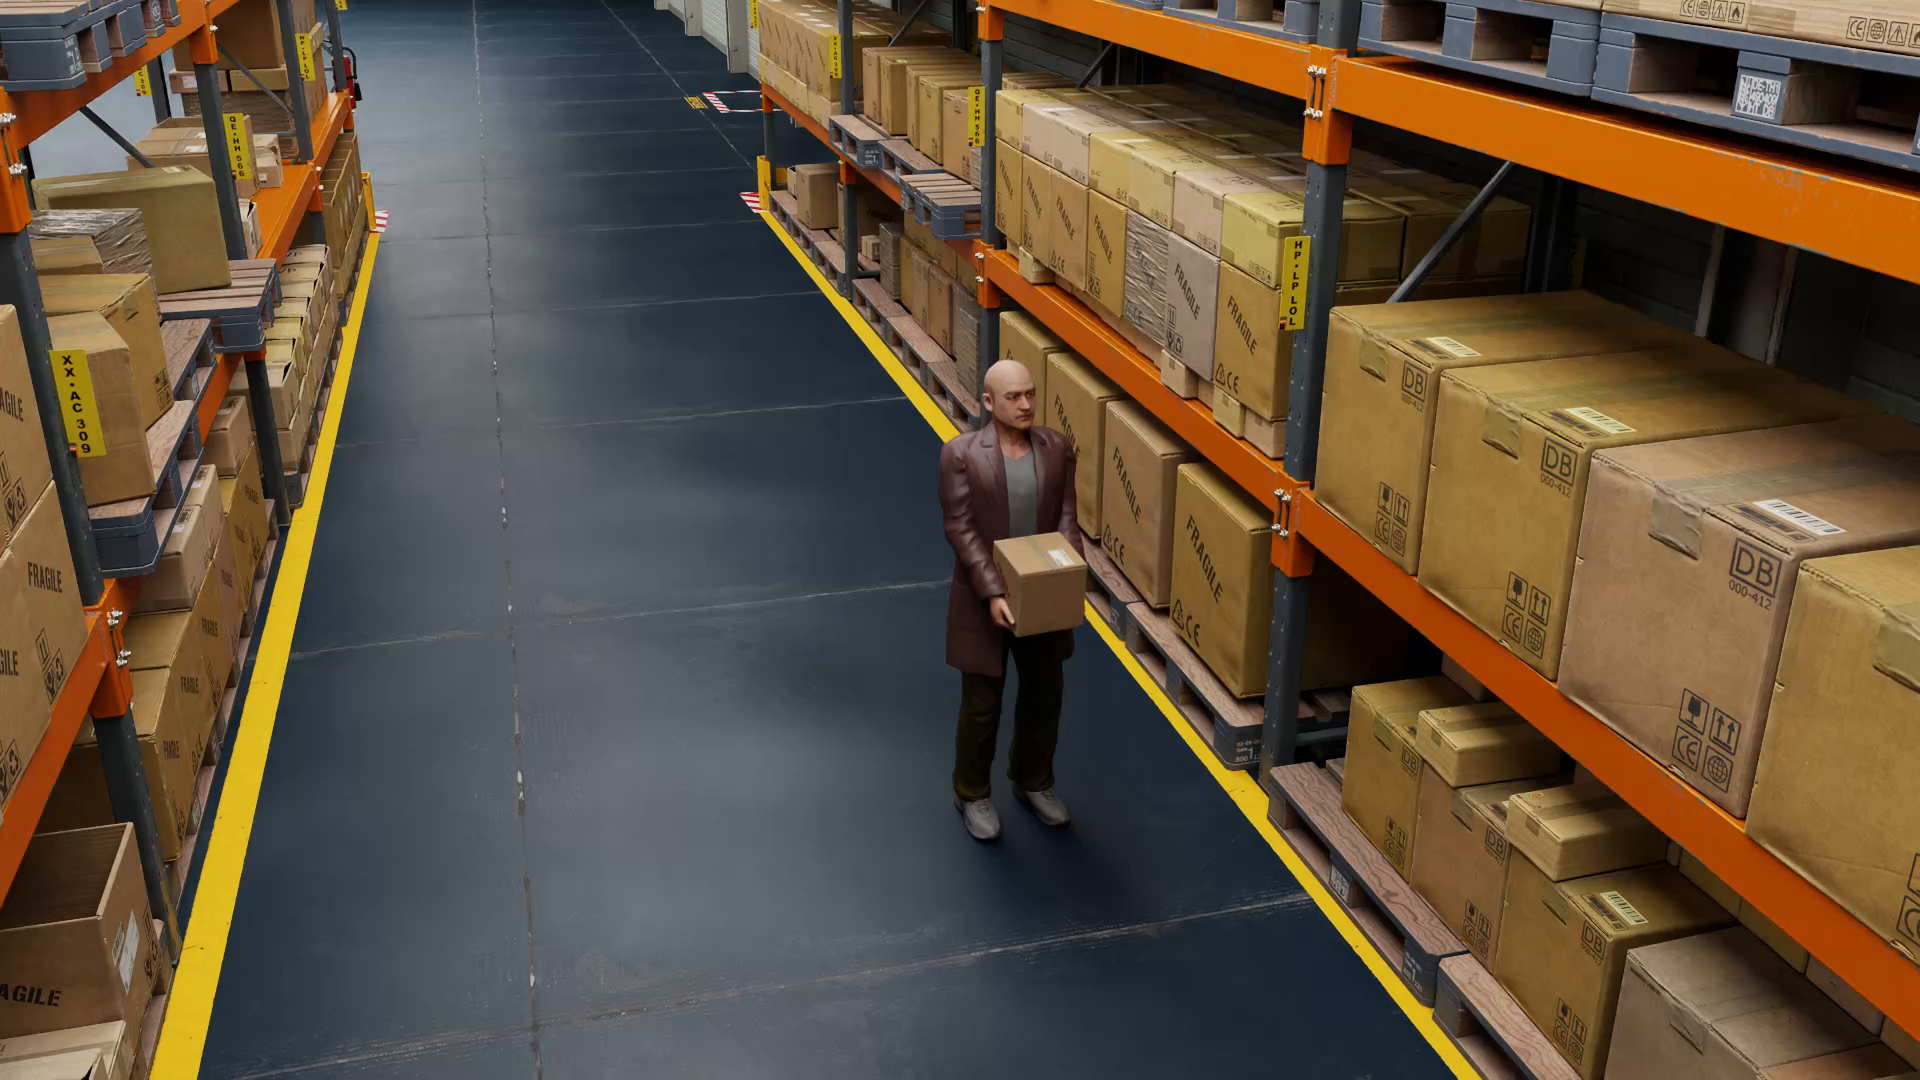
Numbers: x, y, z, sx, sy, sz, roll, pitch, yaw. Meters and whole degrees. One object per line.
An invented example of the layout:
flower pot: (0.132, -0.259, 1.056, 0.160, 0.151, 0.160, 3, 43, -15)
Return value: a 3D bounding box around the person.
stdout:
person: (0.219, 0.255, 6.008, 0.530, 1.769, 0.563, -8, 24, -18)
